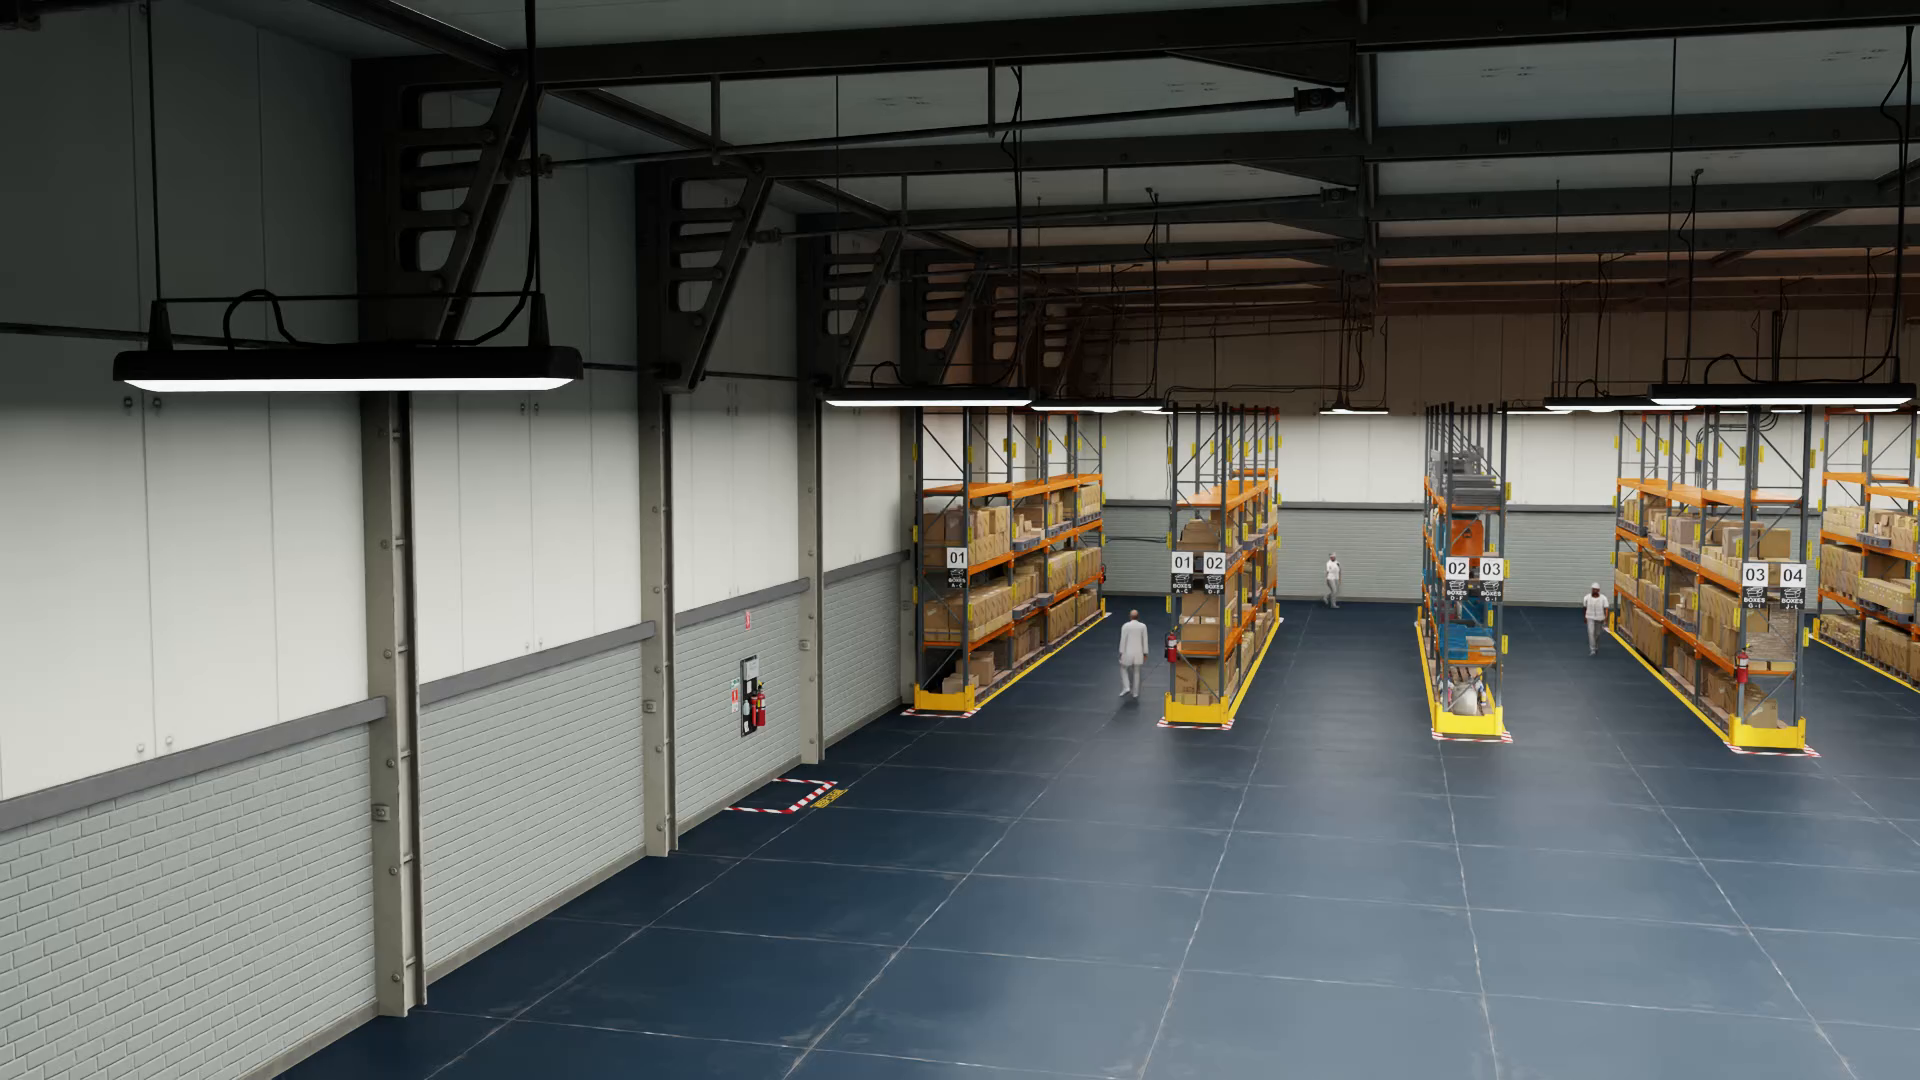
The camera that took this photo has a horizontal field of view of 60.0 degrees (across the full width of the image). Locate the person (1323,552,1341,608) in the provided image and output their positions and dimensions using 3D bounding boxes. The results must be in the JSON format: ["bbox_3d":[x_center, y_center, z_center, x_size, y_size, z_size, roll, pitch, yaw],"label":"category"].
[{"bbox_3d":[11.162,1.185,49.943,0.449,1.663,0.694,-3,5,-37],"label":"person"}]

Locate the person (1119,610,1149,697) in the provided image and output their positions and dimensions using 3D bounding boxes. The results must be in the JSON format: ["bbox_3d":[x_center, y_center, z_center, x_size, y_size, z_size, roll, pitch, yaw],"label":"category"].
[{"bbox_3d":[3.548,2.331,34.039,0.632,1.808,0.468,-1,4,-9],"label":"person"}]

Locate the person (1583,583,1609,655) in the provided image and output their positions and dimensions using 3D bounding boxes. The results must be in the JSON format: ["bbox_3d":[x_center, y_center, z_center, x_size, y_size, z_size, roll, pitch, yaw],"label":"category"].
[{"bbox_3d":[15.354,1.890,40.140,0.563,1.710,1.081,1,4,13],"label":"person"}]
